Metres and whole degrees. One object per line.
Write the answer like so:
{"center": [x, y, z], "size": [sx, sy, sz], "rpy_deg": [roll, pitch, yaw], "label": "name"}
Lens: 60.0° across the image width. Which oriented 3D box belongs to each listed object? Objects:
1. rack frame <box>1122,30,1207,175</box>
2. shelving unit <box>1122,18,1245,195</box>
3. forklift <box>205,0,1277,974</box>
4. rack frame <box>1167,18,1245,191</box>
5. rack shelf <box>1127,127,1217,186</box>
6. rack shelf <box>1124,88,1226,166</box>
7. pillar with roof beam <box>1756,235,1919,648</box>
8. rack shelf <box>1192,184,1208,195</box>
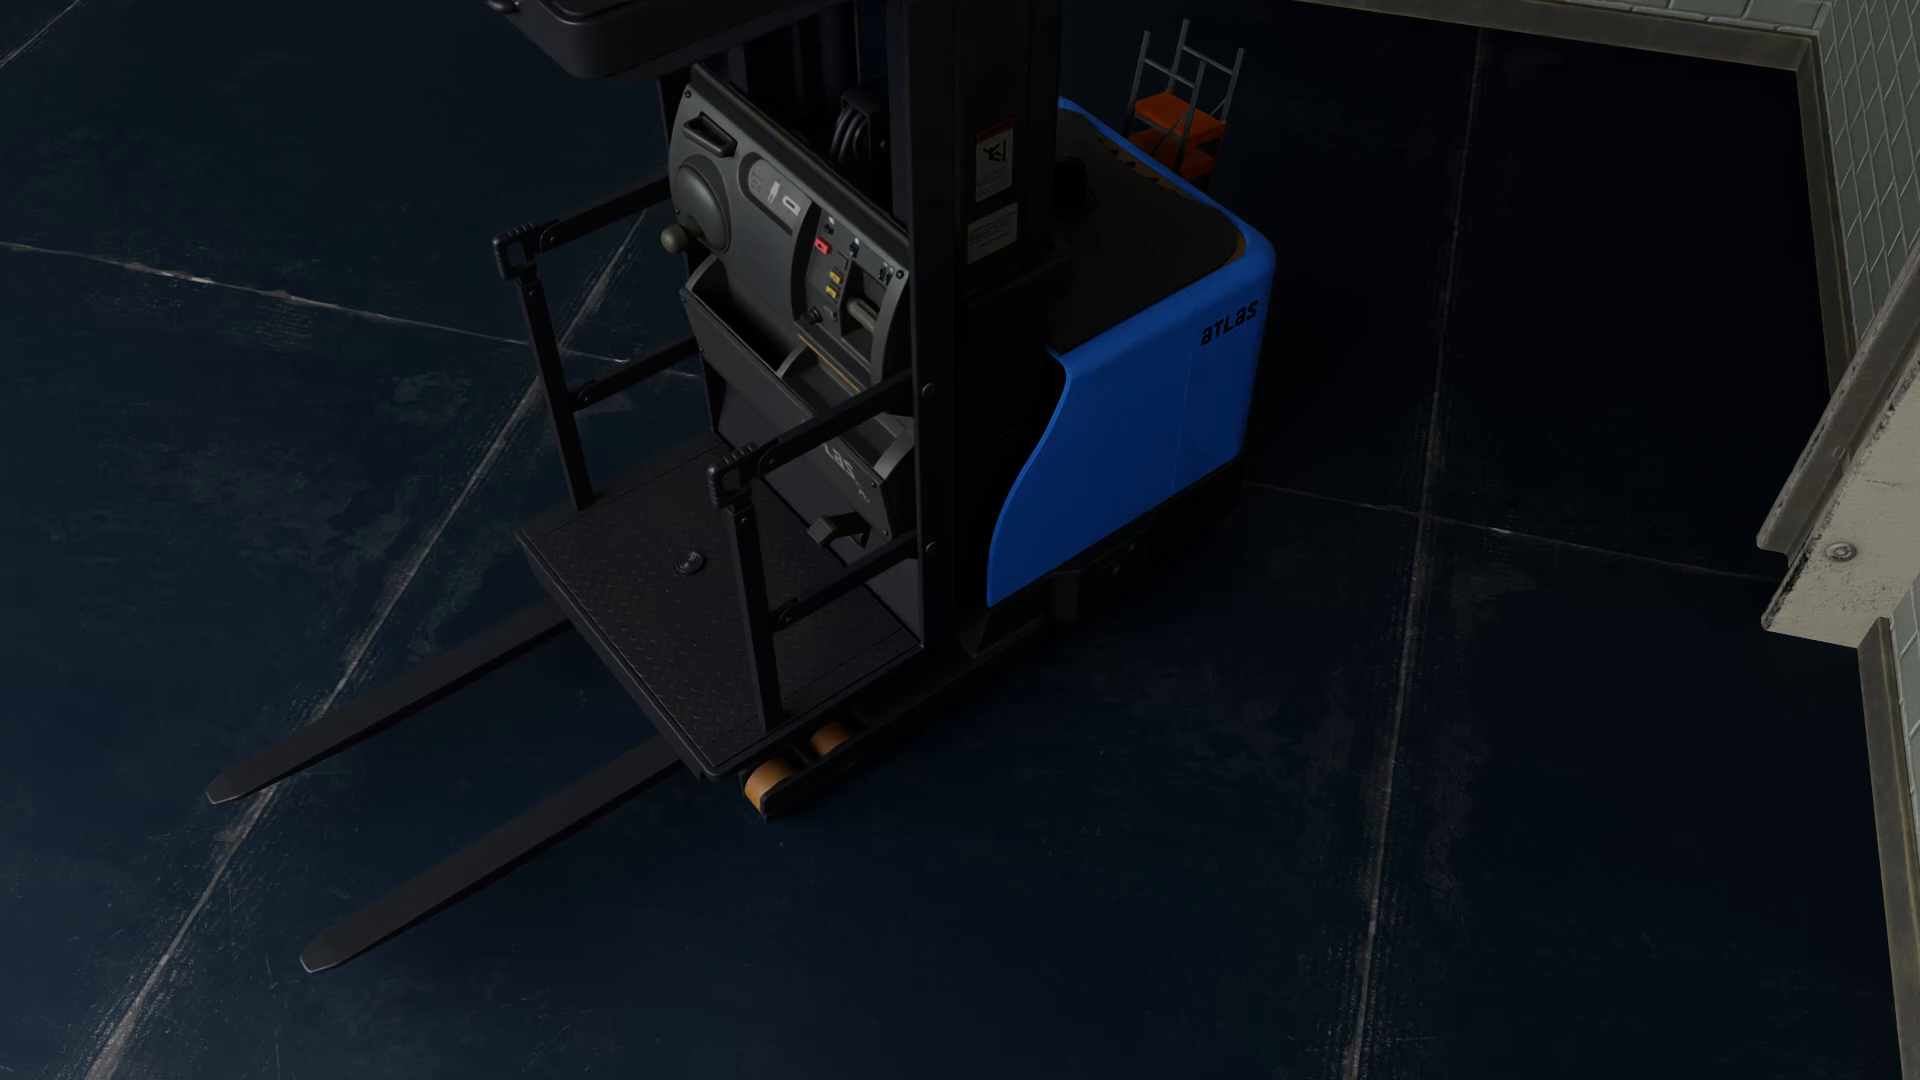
{"center": [0.556, -1.012, 5.310], "size": [0.006, 1.200, 0.240], "rpy_deg": [-28, 53, -36], "label": "rack frame"}
{"center": [0.621, -1.047, 5.364], "size": [0.189, 1.200, 0.258], "rpy_deg": [-28, 53, -36], "label": "shelving unit"}
{"center": [-0.588, -0.667, 3.883], "size": [3.031, 2.935, 1.130], "rpy_deg": [-30, 55, -24], "label": "forklift"}
{"center": [0.686, -1.082, 5.417], "size": [0.006, 1.200, 0.240], "rpy_deg": [-28, 53, -36], "label": "rack frame"}
{"center": [0.648, -1.193, 5.236], "size": [0.180, 0.103, 0.258], "rpy_deg": [-28, 53, -36], "label": "rack shelf"}
{"center": [0.664, -1.283, 5.158], "size": [0.180, 0.103, 0.258], "rpy_deg": [-28, 53, -36], "label": "rack shelf"}
{"center": [-1.534, -3.671, 2.488], "size": [9.100, 9.000, 0.400], "rpy_deg": [12, 50, 10], "label": "pillar with roof beam"}
{"center": [0.631, -1.103, 5.314], "size": [0.180, 0.103, 0.258], "rpy_deg": [-28, 53, -36], "label": "rack shelf"}
